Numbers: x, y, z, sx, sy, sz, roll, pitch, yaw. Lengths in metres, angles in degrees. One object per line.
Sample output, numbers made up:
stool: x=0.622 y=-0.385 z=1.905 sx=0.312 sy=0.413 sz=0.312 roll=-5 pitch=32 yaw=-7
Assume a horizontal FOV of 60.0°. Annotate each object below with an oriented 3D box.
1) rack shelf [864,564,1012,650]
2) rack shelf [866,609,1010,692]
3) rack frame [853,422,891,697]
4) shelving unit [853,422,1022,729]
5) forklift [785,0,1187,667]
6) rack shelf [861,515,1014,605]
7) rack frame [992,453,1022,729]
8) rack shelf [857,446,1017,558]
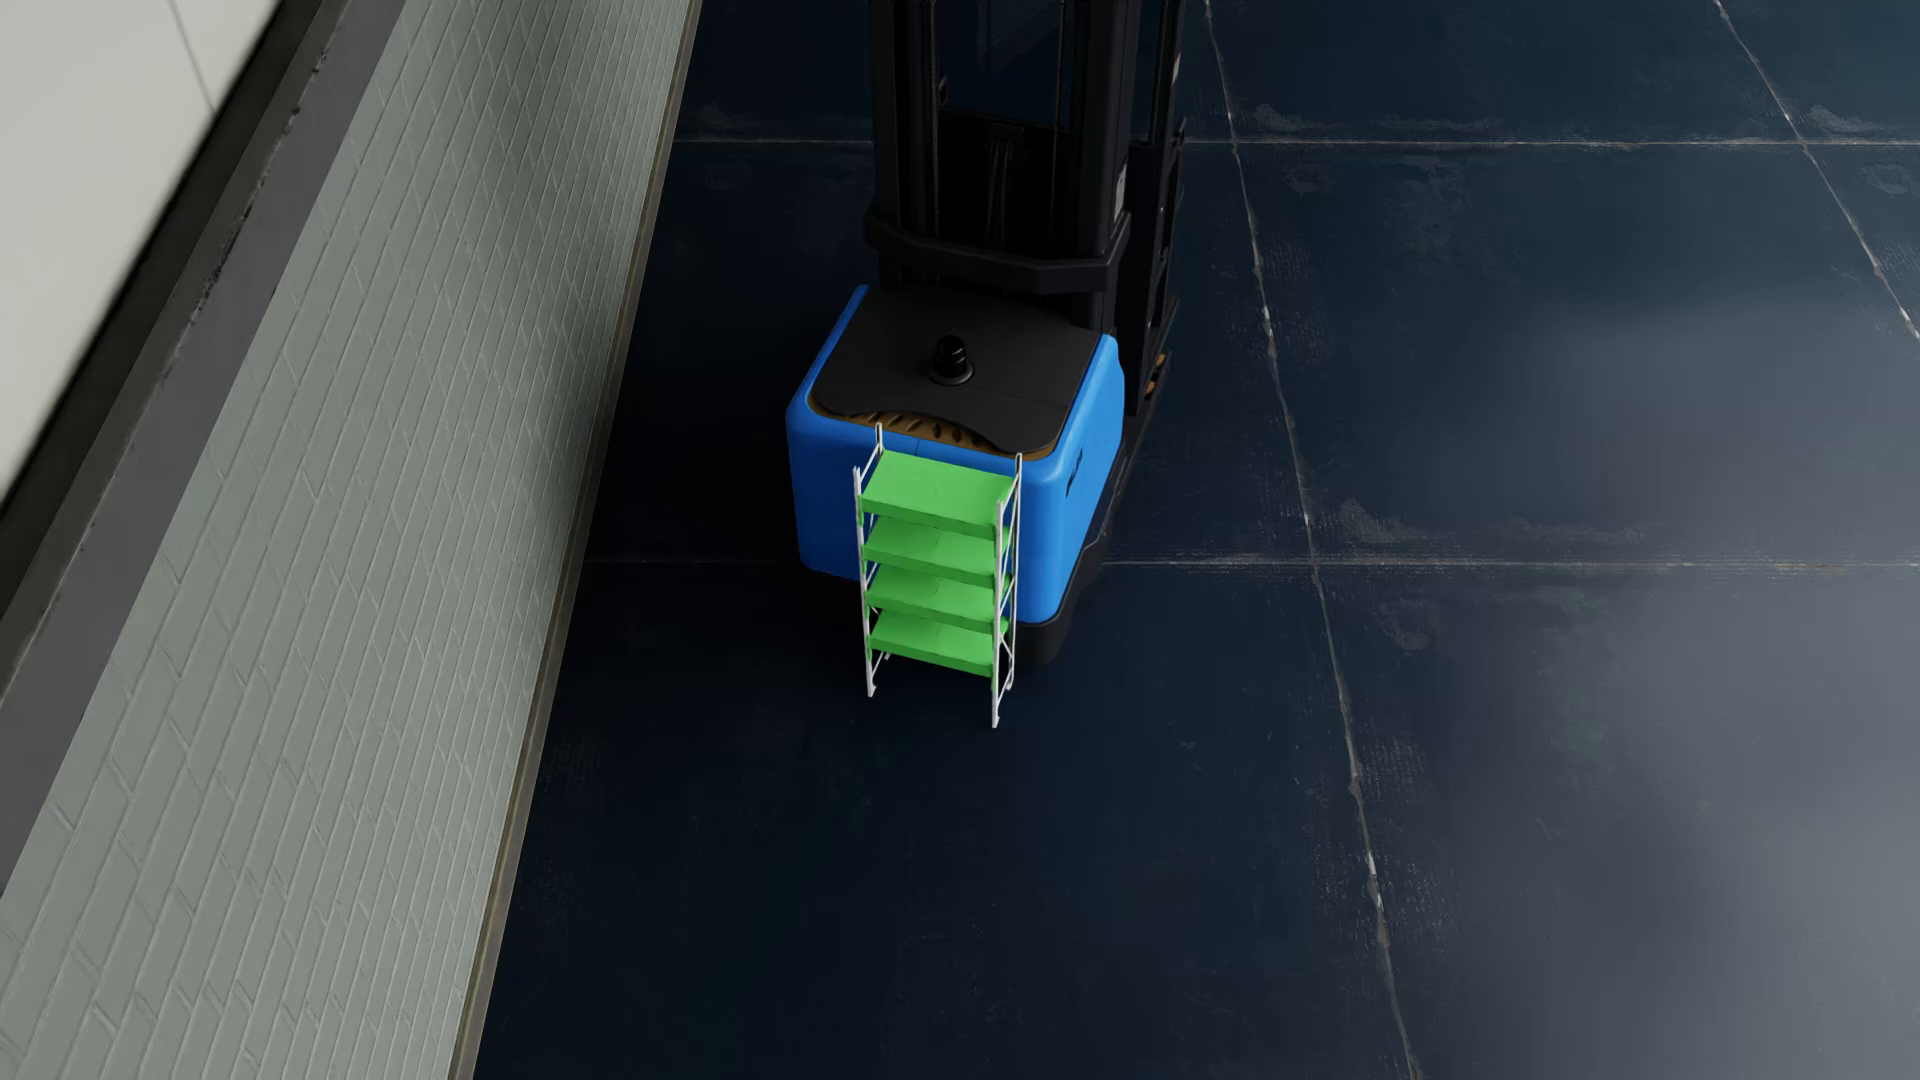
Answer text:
rack shelf: x=-0.072 y=0.197 z=5.915 sx=0.480 sy=0.148 sz=0.258 roll=13 pitch=48 yaw=12
rack shelf: x=-0.072 y=0.361 z=6.090 sx=0.480 sy=0.148 sz=0.258 roll=13 pitch=48 yaw=12
rack frame: x=-0.305 y=0.100 z=5.918 sx=0.015 sy=1.200 sz=0.240 roll=13 pitch=48 yaw=12
shelving unit: x=-0.072 y=0.154 z=5.868 sx=0.503 sy=1.200 sz=0.258 roll=13 pitch=48 yaw=12
forklift: x=0.310 y=-1.622 z=6.338 sx=1.130 sy=2.935 sz=3.031 roll=13 pitch=48 yaw=12
rack shelf: x=-0.072 y=0.034 z=5.739 sx=0.480 sy=0.148 sz=0.258 roll=13 pitch=48 yaw=12
rack frame: x=0.161 y=0.207 z=5.818 sx=0.015 sy=1.200 sz=0.240 roll=13 pitch=48 yaw=12
rack shelf: x=-0.072 y=-0.130 z=5.563 sx=0.480 sy=0.148 sz=0.258 roll=13 pitch=48 yaw=12
